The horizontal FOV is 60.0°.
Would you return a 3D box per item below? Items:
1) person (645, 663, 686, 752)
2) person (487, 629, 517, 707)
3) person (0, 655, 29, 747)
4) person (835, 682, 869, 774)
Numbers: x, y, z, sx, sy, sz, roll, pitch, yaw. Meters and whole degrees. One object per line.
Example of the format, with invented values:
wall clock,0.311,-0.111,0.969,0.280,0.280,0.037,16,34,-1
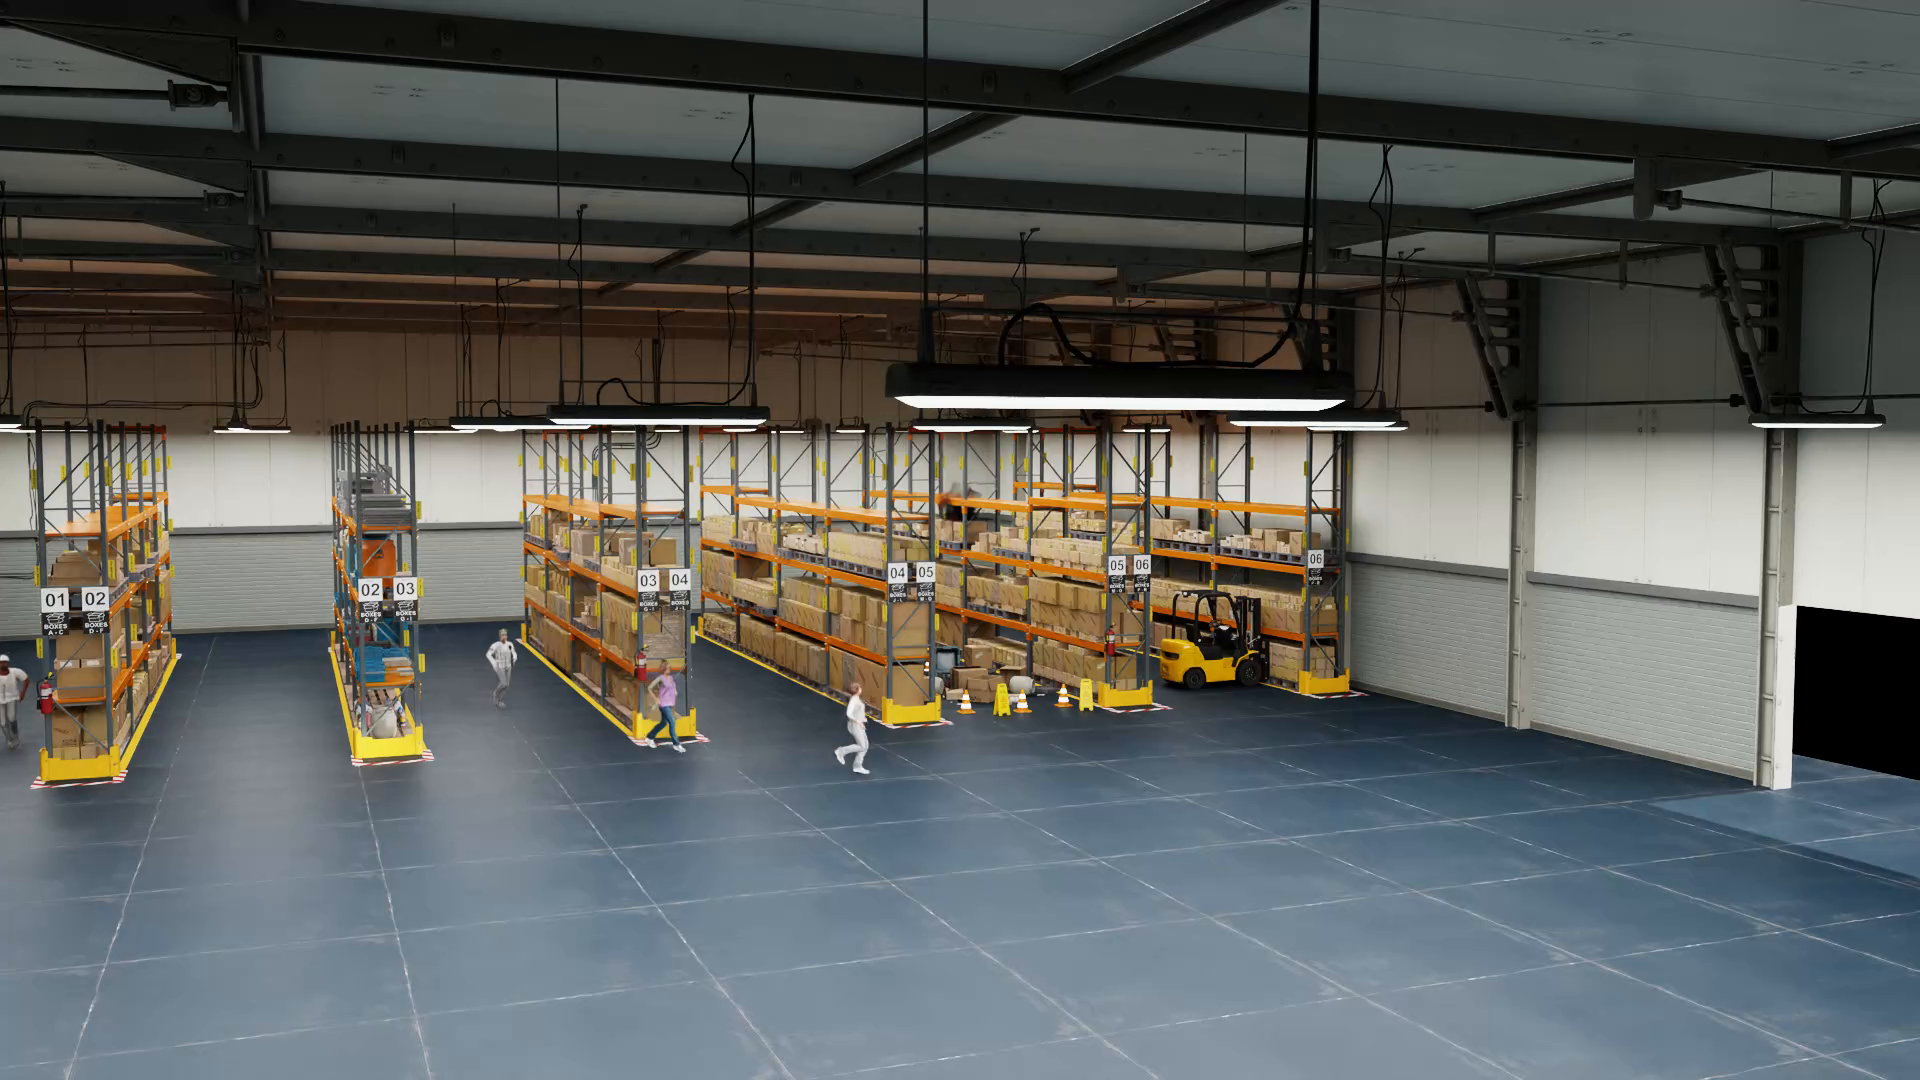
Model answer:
person,-5.329,3.024,30.185,0.844,1.595,0.591,1,4,16
person,-9.592,2.698,35.047,0.597,1.665,0.550,-3,5,-39
person,-17.409,2.947,30.342,0.691,1.714,0.674,-1,4,-20
person,-1.829,3.190,28.245,0.577,1.563,0.536,0,4,2
